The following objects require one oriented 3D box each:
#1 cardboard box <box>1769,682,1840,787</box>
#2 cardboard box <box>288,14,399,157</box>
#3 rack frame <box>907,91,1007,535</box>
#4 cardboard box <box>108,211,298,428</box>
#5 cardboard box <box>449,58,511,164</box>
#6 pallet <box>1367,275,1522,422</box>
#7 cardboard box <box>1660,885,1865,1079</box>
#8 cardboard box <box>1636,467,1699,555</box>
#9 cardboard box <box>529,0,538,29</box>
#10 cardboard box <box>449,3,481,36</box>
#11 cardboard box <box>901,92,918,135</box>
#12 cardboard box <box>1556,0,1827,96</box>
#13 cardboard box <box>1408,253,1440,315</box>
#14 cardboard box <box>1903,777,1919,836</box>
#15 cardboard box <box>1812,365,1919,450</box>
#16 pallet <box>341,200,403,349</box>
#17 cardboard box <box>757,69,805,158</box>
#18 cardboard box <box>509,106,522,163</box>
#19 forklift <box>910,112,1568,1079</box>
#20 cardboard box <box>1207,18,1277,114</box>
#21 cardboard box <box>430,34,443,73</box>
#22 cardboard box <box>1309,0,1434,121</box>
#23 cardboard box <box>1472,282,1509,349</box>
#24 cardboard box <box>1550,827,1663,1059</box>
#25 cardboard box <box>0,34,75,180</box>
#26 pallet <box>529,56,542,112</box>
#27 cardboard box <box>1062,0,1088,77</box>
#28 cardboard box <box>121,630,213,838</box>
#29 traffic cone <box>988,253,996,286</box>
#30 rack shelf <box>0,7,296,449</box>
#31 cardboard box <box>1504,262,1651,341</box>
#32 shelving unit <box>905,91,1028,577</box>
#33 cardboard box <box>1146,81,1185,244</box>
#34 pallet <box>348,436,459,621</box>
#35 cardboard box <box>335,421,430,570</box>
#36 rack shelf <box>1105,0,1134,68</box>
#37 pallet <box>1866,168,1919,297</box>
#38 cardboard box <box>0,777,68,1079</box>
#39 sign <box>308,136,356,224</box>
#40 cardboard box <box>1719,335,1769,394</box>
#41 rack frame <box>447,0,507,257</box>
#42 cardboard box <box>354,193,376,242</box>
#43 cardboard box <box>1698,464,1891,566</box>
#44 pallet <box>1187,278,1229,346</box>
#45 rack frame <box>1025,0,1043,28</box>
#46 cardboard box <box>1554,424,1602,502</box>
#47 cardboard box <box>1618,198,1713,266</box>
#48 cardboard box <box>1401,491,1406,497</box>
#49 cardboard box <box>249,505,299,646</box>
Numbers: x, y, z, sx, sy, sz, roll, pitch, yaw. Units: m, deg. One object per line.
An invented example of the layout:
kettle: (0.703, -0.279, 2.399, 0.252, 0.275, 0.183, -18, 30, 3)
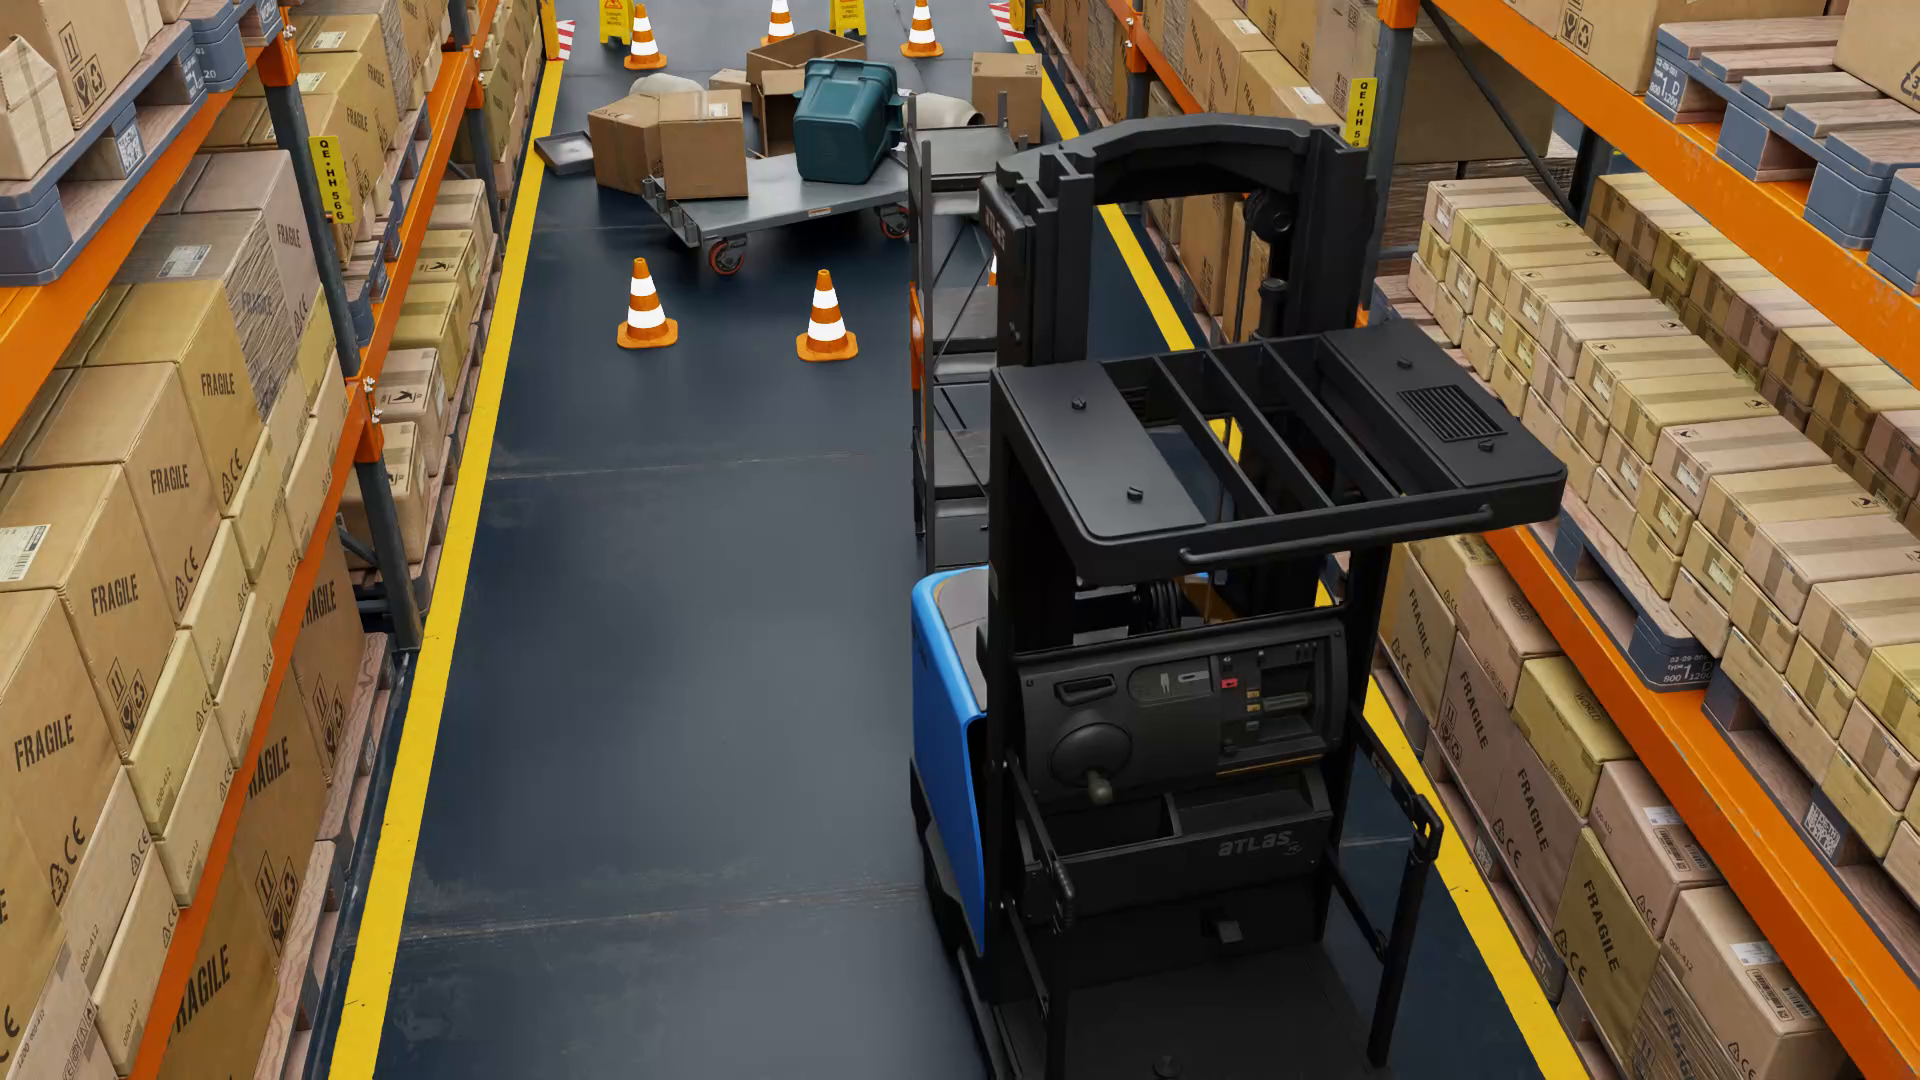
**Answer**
cardboard box: (2.320, 0.477, 4.237, 0.380, 0.149, 0.250, -4, 35, -7)
cardboard box: (-2.780, -1.956, 7.231, 0.500, 0.500, 0.500, -4, 34, -6)
rack frame: (-0.011, -0.911, 7.223, 0.400, 2.100, 0.015, -4, 35, -6)
cardboard box: (-2.387, -0.664, 5.084, 0.500, 0.500, 0.500, -4, 34, -6)
cardboard box: (-3.143, -2.693, 10.440, 0.500, 0.500, 0.500, -3, 34, -4)
pallet: (2.300, -0.726, 6.322, 1.213, 0.211, 1.003, -4, 35, -6)
cardboard box: (2.286, 1.190, 4.521, 0.500, 0.250, 0.500, -5, 35, -8)
cardboard box: (2.206, -0.098, 4.816, 0.380, 0.149, 0.250, -4, 35, -6)
cardboard box: (-3.503, -4.148, 12.575, 0.500, 0.500, 0.500, -4, 34, -6)
cardboard box: (-3.056, -3.092, 9.847, 0.380, 0.149, 0.250, -5, 35, -7)
cardboard box: (-0.496, -3.117, 12.088, 0.396, 0.266, 0.258, 1, 34, 2)
cardboard box: (2.058, -1.580, 4.652, 0.500, 0.500, 0.500, -4, 35, -6)
cardboard box: (1.958, -1.000, 6.403, 0.380, 0.149, 0.250, -5, 35, -7)
cardboard box: (2.387, 0.638, 3.737, 0.380, 0.149, 0.250, -3, 34, -5)
cardboard box: (2.824, -0.405, 5.002, 0.380, 0.149, 0.250, -3, 34, -5)
pallet: (-2.995, -1.074, 6.833, 1.213, 0.211, 1.003, -4, 35, -6)
cardboard box: (-0.990, -2.943, 11.501, 0.797, 0.637, 0.503, -4, 35, -6)
cardboard box: (-3.226, -2.680, 11.087, 0.500, 0.250, 0.500, -3, 34, -4)
forklift: (0.672, 0.535, 4.363, 1.130, 2.935, 3.031, -8, 35, -12)
cardboard box: (1.566, -2.310, 8.388, 0.500, 0.500, 0.500, -4, 34, -6)
cardboard box: (-2.900, -2.509, 8.619, 0.380, 0.149, 0.250, -5, 35, -7)
cardboard box: (1.978, -2.183, 7.313, 0.700, 0.500, 0.500, -5, 35, -7)
cardboard box: (2.042, -0.803, 5.850, 0.380, 0.149, 0.250, -5, 35, -8)
cardboard box: (2.218, 1.216, 5.148, 0.500, 0.500, 0.500, -5, 35, -8)
cardboard box: (-2.154, -0.935, 3.541, 0.396, 0.266, 0.258, -2, 34, -2)
pallet: (-3.785, -3.577, 12.811, 1.003, 0.211, 1.213, -4, 35, -6)
cardboard box: (1.299, -4.090, 12.602, 0.875, 0.875, 0.875, -5, 35, -7)
cardboard box: (-2.174, 0.485, 4.064, 0.500, 0.250, 0.500, -4, 34, -6)
traffic cone: (0.244, -1.516, 9.564, 0.336, 0.463, 0.334, -4, 35, -6)
rack shelf: (-2.524, -0.590, 3.927, 1.077, 0.370, 4.000, -4, 35, -6)
cardboard box: (2.071, -0.803, 5.587, 0.380, 0.149, 0.250, -6, 35, -8)
shelving unit: (0.022, -0.775, 7.023, 0.431, 2.100, 0.503, -4, 35, -6)
cardboard box: (1.733, -2.331, 10.132, 1.050, 0.750, 0.750, -5, 35, -7)
pallet: (-2.897, -0.047, 7.632, 1.003, 0.211, 1.213, -4, 35, -6)
cardboard box: (-2.859, -0.167, 7.292, 0.950, 0.372, 0.625, -7, 35, -10)
rack shelf: (1.291, -4.246, 11.955, 1.077, 0.370, 4.000, -4, 35, -6)
pallet: (2.659, -0.477, 3.290, 1.213, 0.211, 1.003, -4, 35, -6)
cardboard box: (-2.030, 0.747, 3.014, 0.500, 0.500, 0.500, -4, 34, -6)
sign: (-2.244, -1.286, 5.945, 0.100, 0.325, 0.005, -4, 35, -6)
cardboard box: (2.756, -0.572, 5.512, 0.380, 0.149, 0.250, -5, 35, -7)
rack frame: (-3.331, -2.996, 9.482, 1.000, 3.000, 0.127, -4, 35, -6)
cardboard box: (-2.649, -1.345, 6.911, 0.380, 0.149, 0.250, -7, 35, -9)
cardboard box: (2.254, -0.066, 4.505, 0.380, 0.149, 0.250, -5, 35, -8)
pallet: (1.906, -1.167, 9.276, 1.003, 0.211, 1.213, -4, 35, -6)
rack frame: (1.022, -5.659, 13.390, 1.000, 3.000, 0.127, -4, 35, -6)
cardboard box: (2.139, -0.260, 5.318, 0.380, 0.149, 0.250, -4, 34, -6)
cardboard box: (2.650, -1.131, 6.068, 0.380, 0.149, 0.250, -5, 35, -7)
cardboard box: (1.951, -0.242, 6.623, 0.500, 0.250, 0.500, -6, 35, -9)
cardboard box: (-2.332, 0.127, 5.033, 0.500, 0.250, 0.500, -5, 35, -7)
